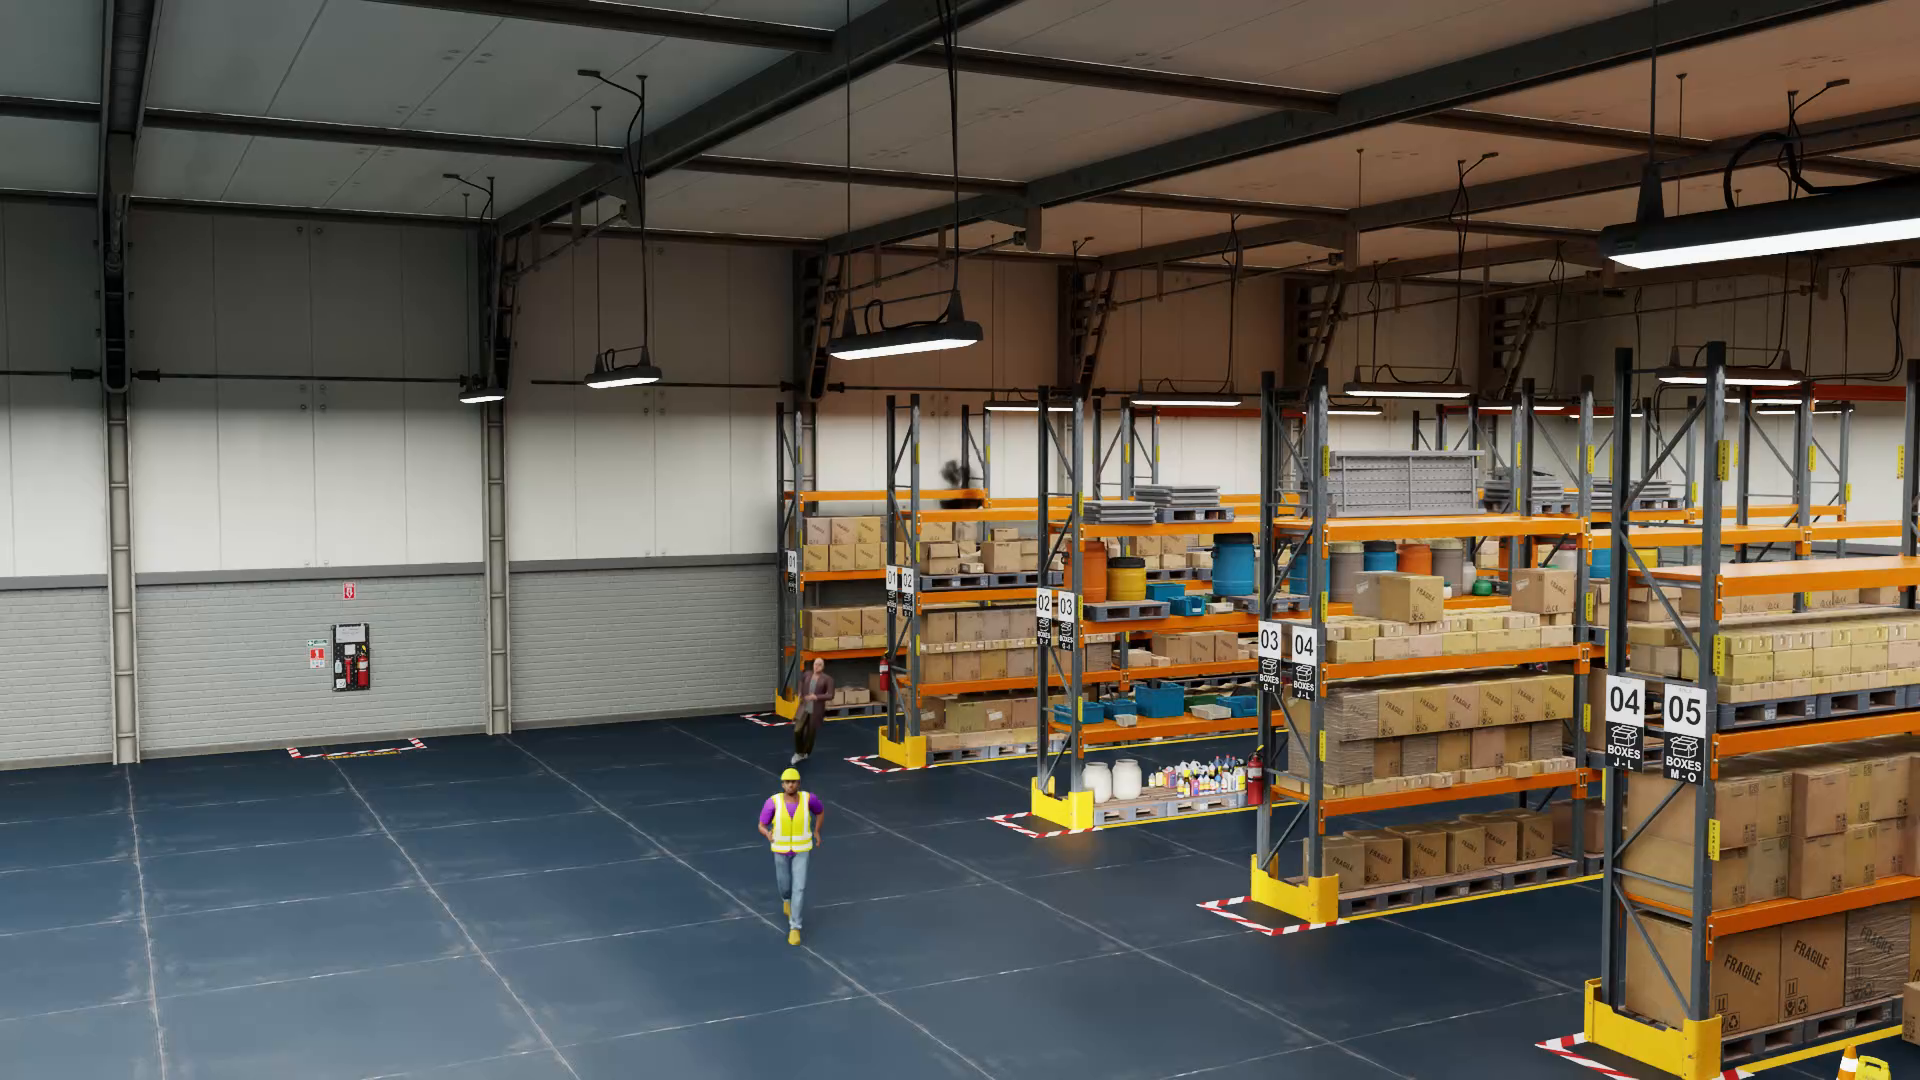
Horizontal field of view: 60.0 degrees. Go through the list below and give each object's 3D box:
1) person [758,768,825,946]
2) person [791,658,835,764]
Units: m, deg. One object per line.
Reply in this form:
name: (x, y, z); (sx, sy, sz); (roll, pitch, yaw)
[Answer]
person: (-1.778, 3.285, 17.567); (0.700, 1.772, 0.963); (0, 3, -4)
person: (-2.375, 2.782, 27.005); (0.752, 1.771, 0.707); (1, 3, 12)
